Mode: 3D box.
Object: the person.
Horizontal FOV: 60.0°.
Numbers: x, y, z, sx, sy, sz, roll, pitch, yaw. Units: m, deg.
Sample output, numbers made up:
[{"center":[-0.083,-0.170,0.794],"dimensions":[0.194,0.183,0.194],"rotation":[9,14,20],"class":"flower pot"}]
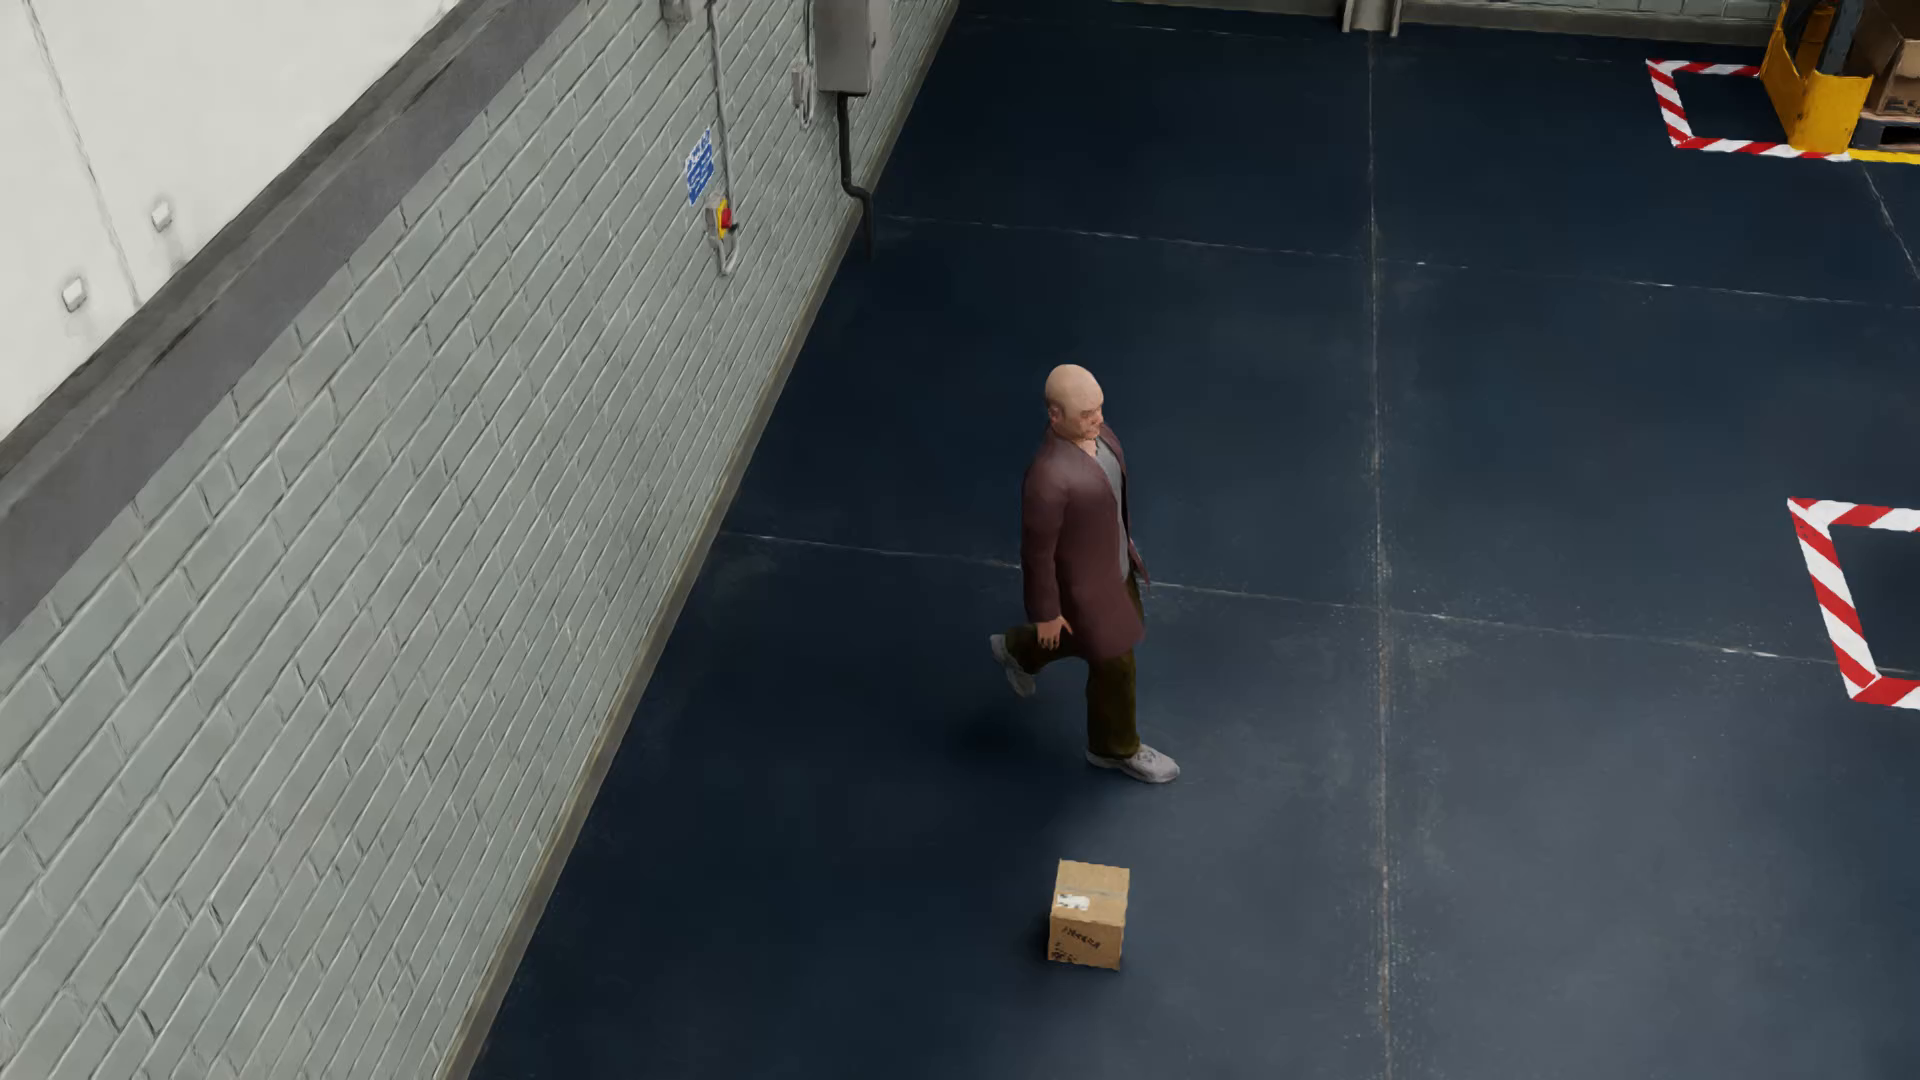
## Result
[{"center":[0.481,0.125,6.029],"dimensions":[0.819,1.764,0.617],"rotation":[12,41,14],"class":"person"}]
